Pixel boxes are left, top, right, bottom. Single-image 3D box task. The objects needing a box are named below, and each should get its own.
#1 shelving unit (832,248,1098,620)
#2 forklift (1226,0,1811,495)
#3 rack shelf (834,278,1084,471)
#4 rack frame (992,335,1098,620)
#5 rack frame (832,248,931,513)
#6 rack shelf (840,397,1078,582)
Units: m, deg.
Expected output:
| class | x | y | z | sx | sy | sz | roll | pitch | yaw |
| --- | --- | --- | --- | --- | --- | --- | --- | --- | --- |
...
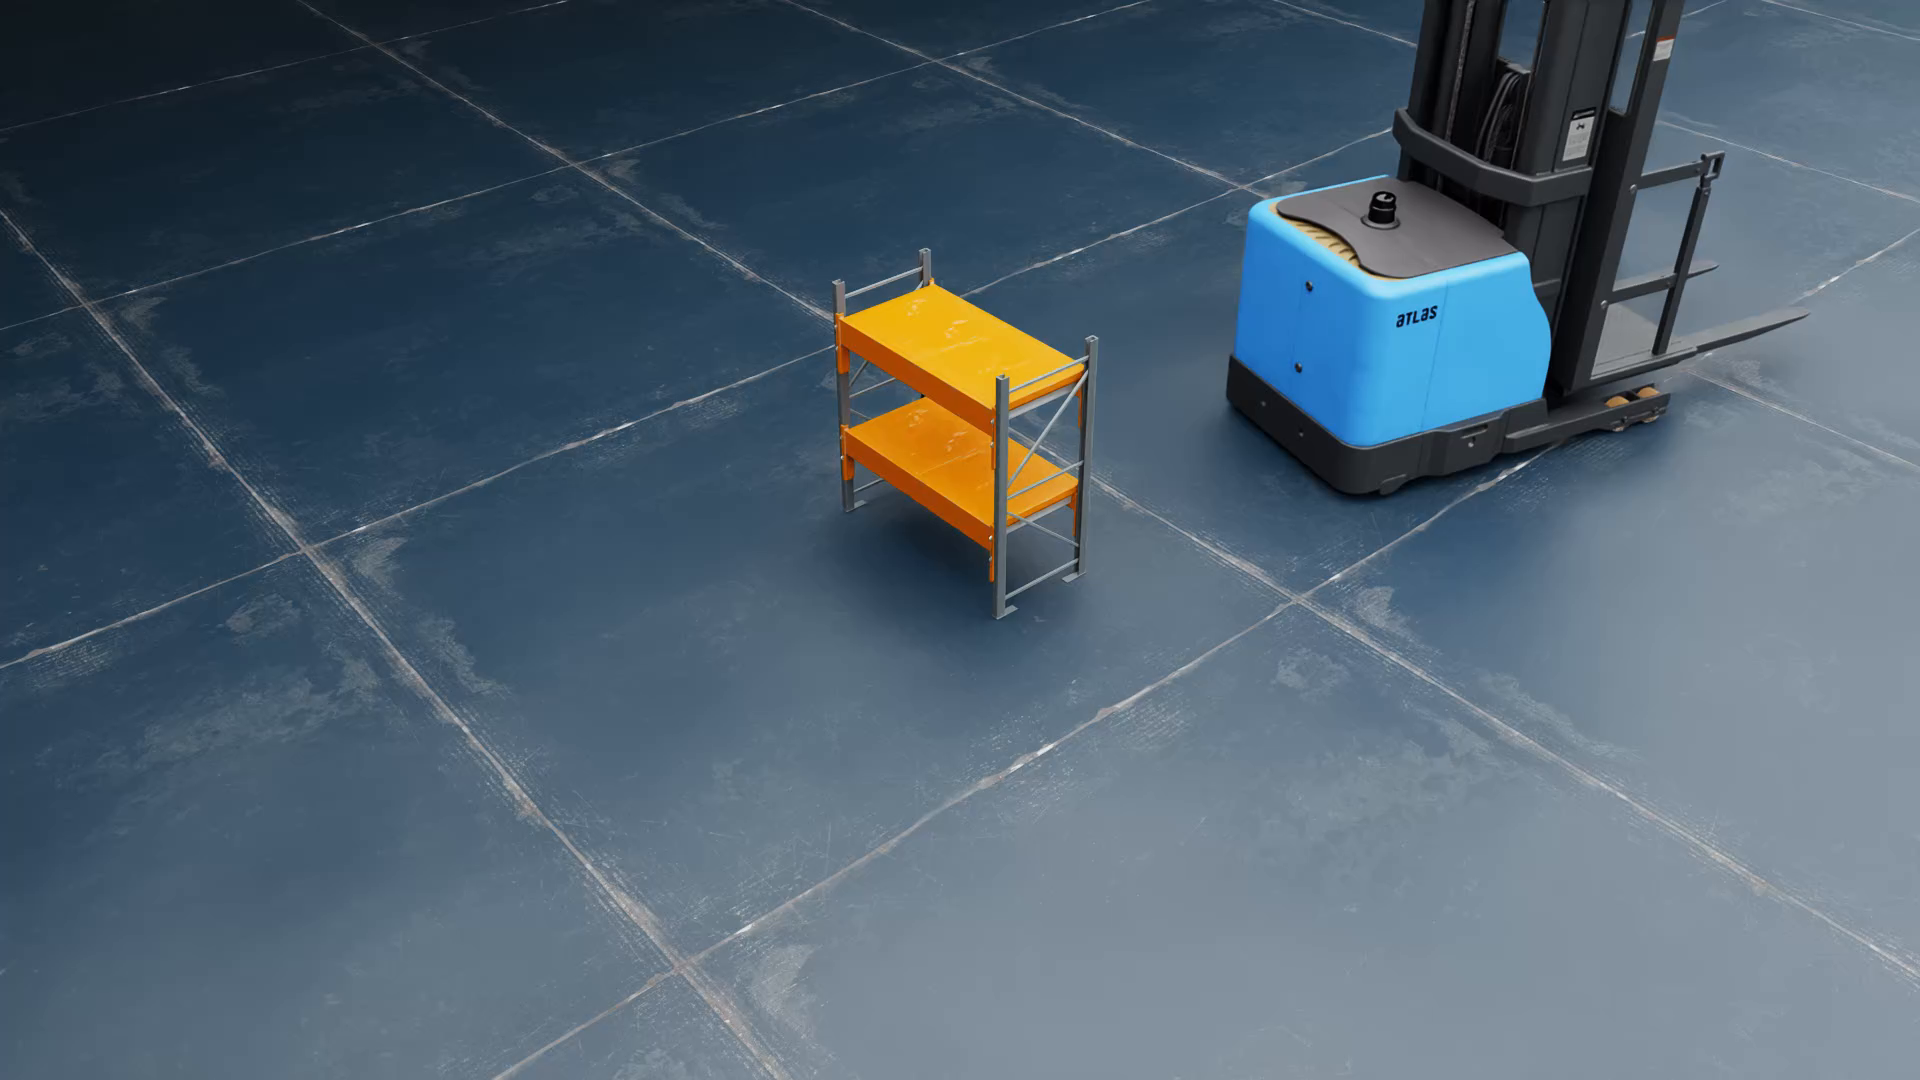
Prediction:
| class | x | y | z | sx | sy | sz | roll | pitch | yaw |
| --- | --- | --- | --- | --- | --- | --- | --- | --- | --- |
| shelving unit | 0.004 | -0.456 | 6.921 | 0.538 | 1.125 | 1.048 | -26 | 43 | -32 |
| forklift | 2.854 | -1.975 | 7.502 | 3.031 | 2.935 | 1.130 | -16 | 38 | -21 |
| rack shelf | 0.004 | -0.695 | 6.752 | 0.538 | 0.278 | 1.000 | -26 | 43 | -32 |
| rack frame | 0.332 | -0.232 | 6.604 | 0.500 | 1.125 | 0.032 | -26 | 43 | -32 |
| rack frame | -0.324 | -0.680 | 7.238 | 0.500 | 1.125 | 0.032 | -26 | 43 | -32 |
| rack shelf | 0.004 | -0.257 | 7.062 | 0.538 | 0.278 | 1.000 | -26 | 43 | -32 |
